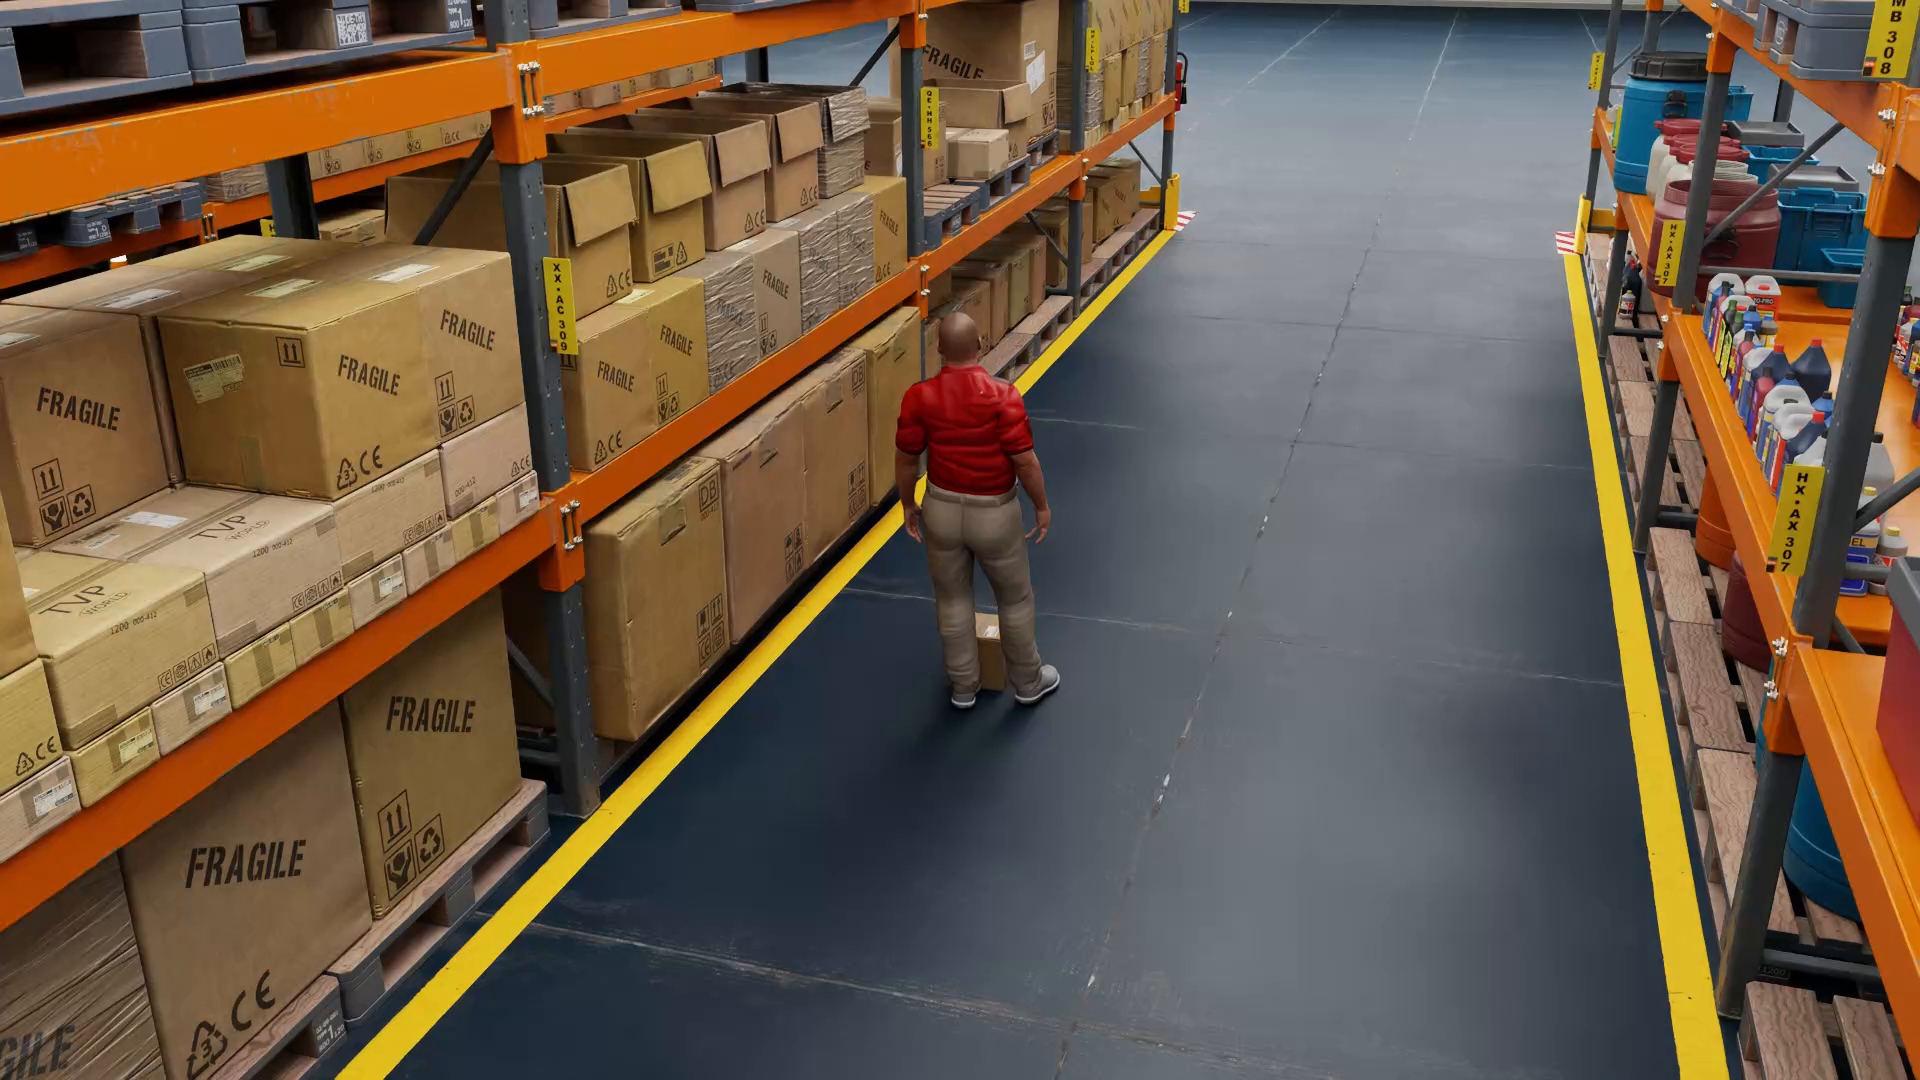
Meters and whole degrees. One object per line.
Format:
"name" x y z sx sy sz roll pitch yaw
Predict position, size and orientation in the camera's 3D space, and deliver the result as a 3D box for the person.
"person" 0.079 -0.126 6.902 0.640 1.728 0.551 6 22 14
